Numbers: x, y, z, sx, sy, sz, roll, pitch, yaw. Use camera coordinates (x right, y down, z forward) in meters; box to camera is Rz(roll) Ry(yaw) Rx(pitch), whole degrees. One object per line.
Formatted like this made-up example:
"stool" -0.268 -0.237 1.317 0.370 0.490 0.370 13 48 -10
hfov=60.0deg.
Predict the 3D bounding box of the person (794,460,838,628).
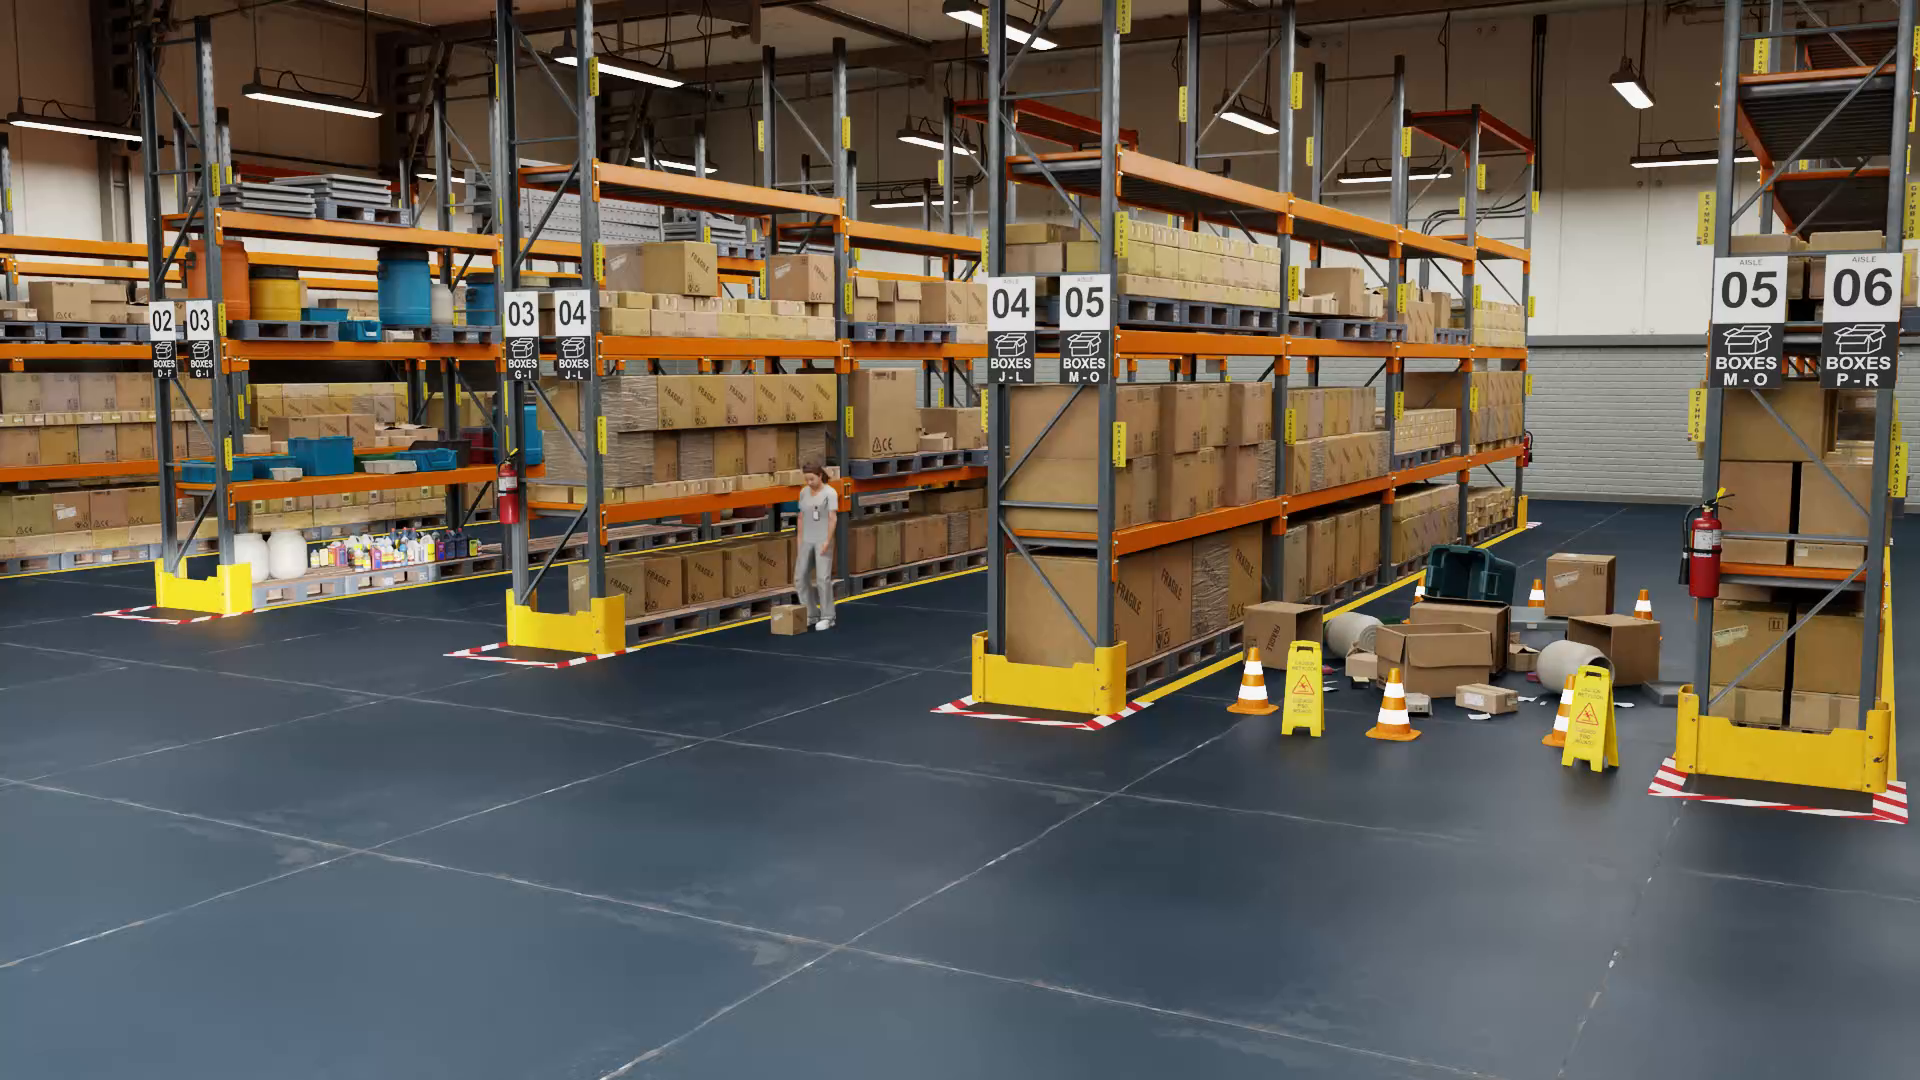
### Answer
"person" -1.391 0.037 16.208 0.458 1.637 0.370 3 7 30
